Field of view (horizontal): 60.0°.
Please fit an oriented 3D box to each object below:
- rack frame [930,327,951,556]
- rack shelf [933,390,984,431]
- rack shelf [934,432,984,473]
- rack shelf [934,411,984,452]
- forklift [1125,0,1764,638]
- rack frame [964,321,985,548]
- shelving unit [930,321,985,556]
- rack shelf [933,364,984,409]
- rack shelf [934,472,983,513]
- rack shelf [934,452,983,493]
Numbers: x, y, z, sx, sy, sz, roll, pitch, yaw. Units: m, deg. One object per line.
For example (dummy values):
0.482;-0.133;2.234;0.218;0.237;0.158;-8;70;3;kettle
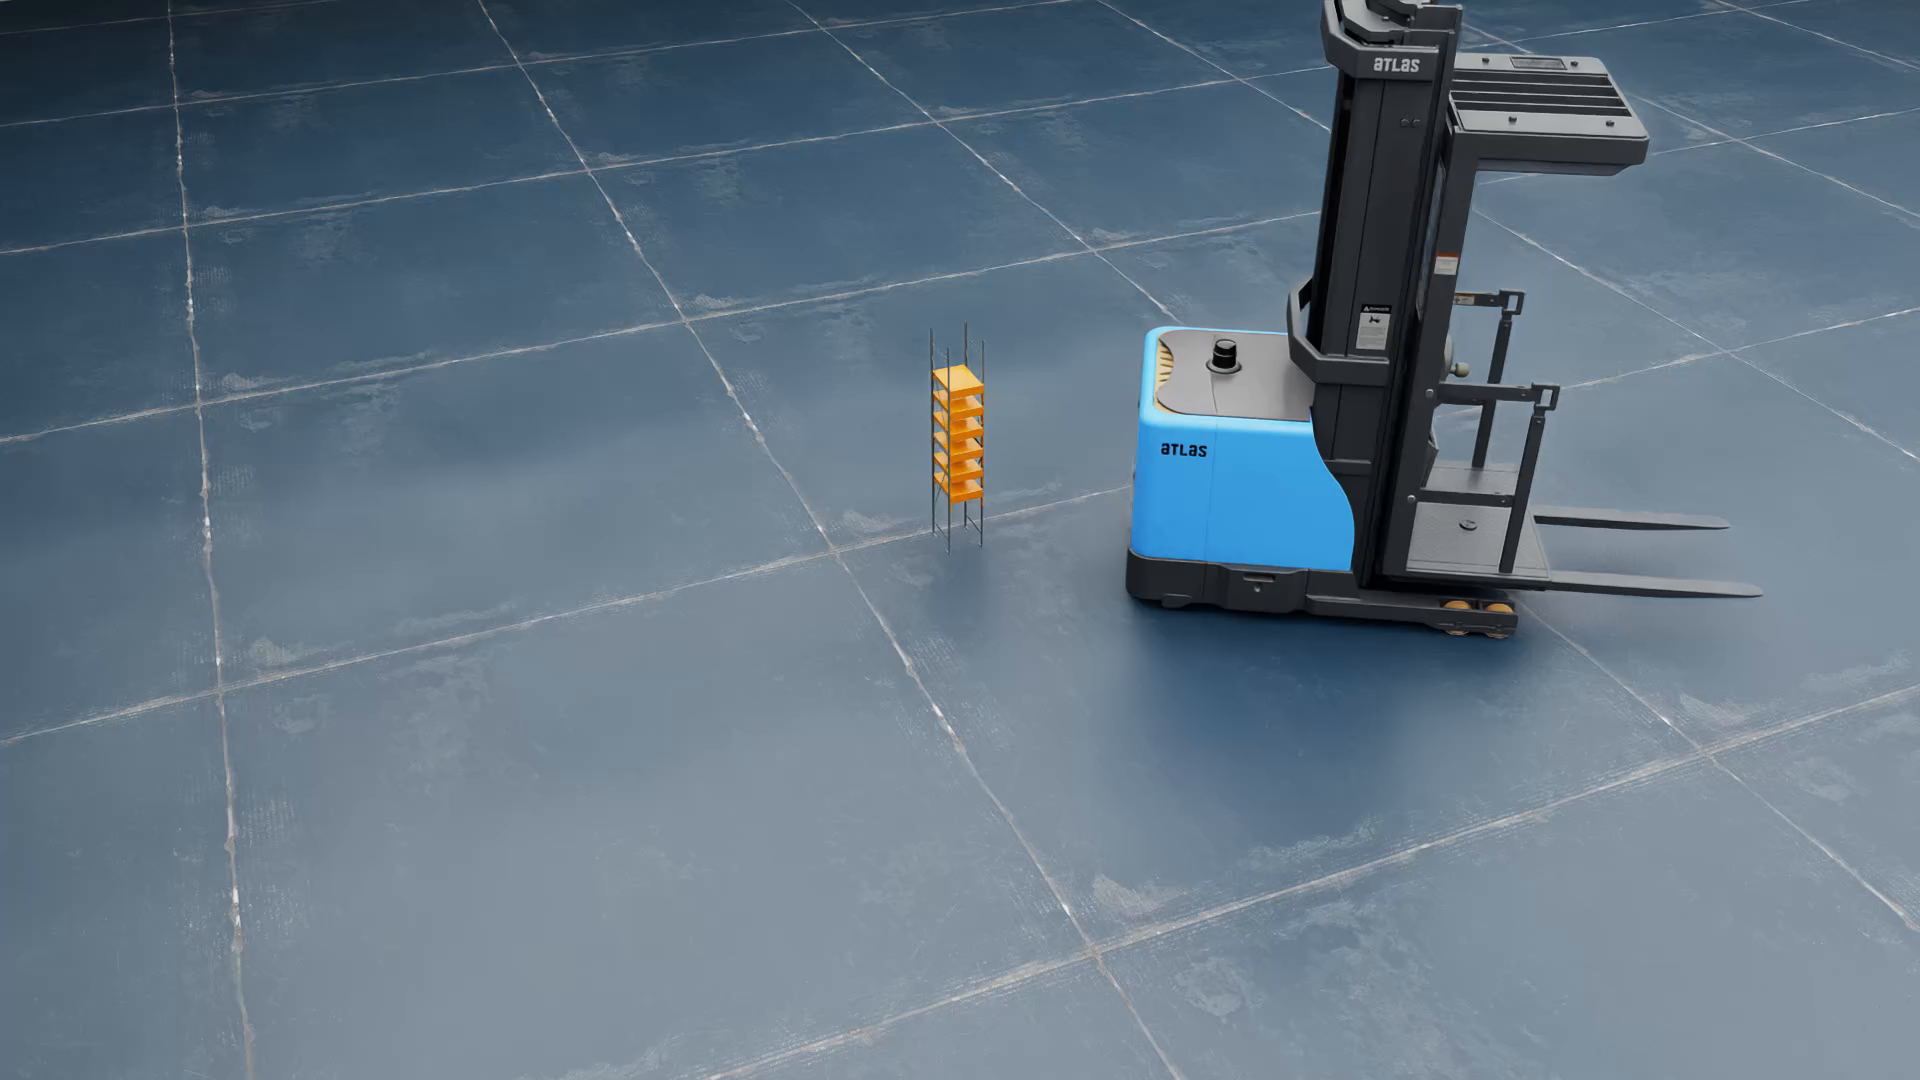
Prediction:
-0.098;-0.481;8.388;0.006;1.200;0.240;-13;35;-19;rack frame
-0.013;-0.664;8.311;0.180;0.103;0.258;-13;35;-19;rack shelf
-0.013;-0.463;8.442;0.180;0.103;0.258;-13;35;-19;rack shelf
-0.013;-0.563;8.377;0.180;0.103;0.258;-13;35;-19;rack shelf
2.378;-1.064;7.697;3.031;2.935;1.130;4;33;6;forklift
0.071;-0.519;8.448;0.006;1.200;0.240;-13;35;-19;rack frame
-0.013;-0.500;8.418;0.189;1.200;0.258;-13;35;-19;shelving unit
-0.013;-0.764;8.246;0.180;0.103;0.258;-13;35;-19;rack shelf
-0.013;-0.261;8.573;0.180;0.103;0.258;-13;35;-19;rack shelf
-0.013;-0.362;8.508;0.180;0.103;0.258;-13;35;-19;rack shelf
